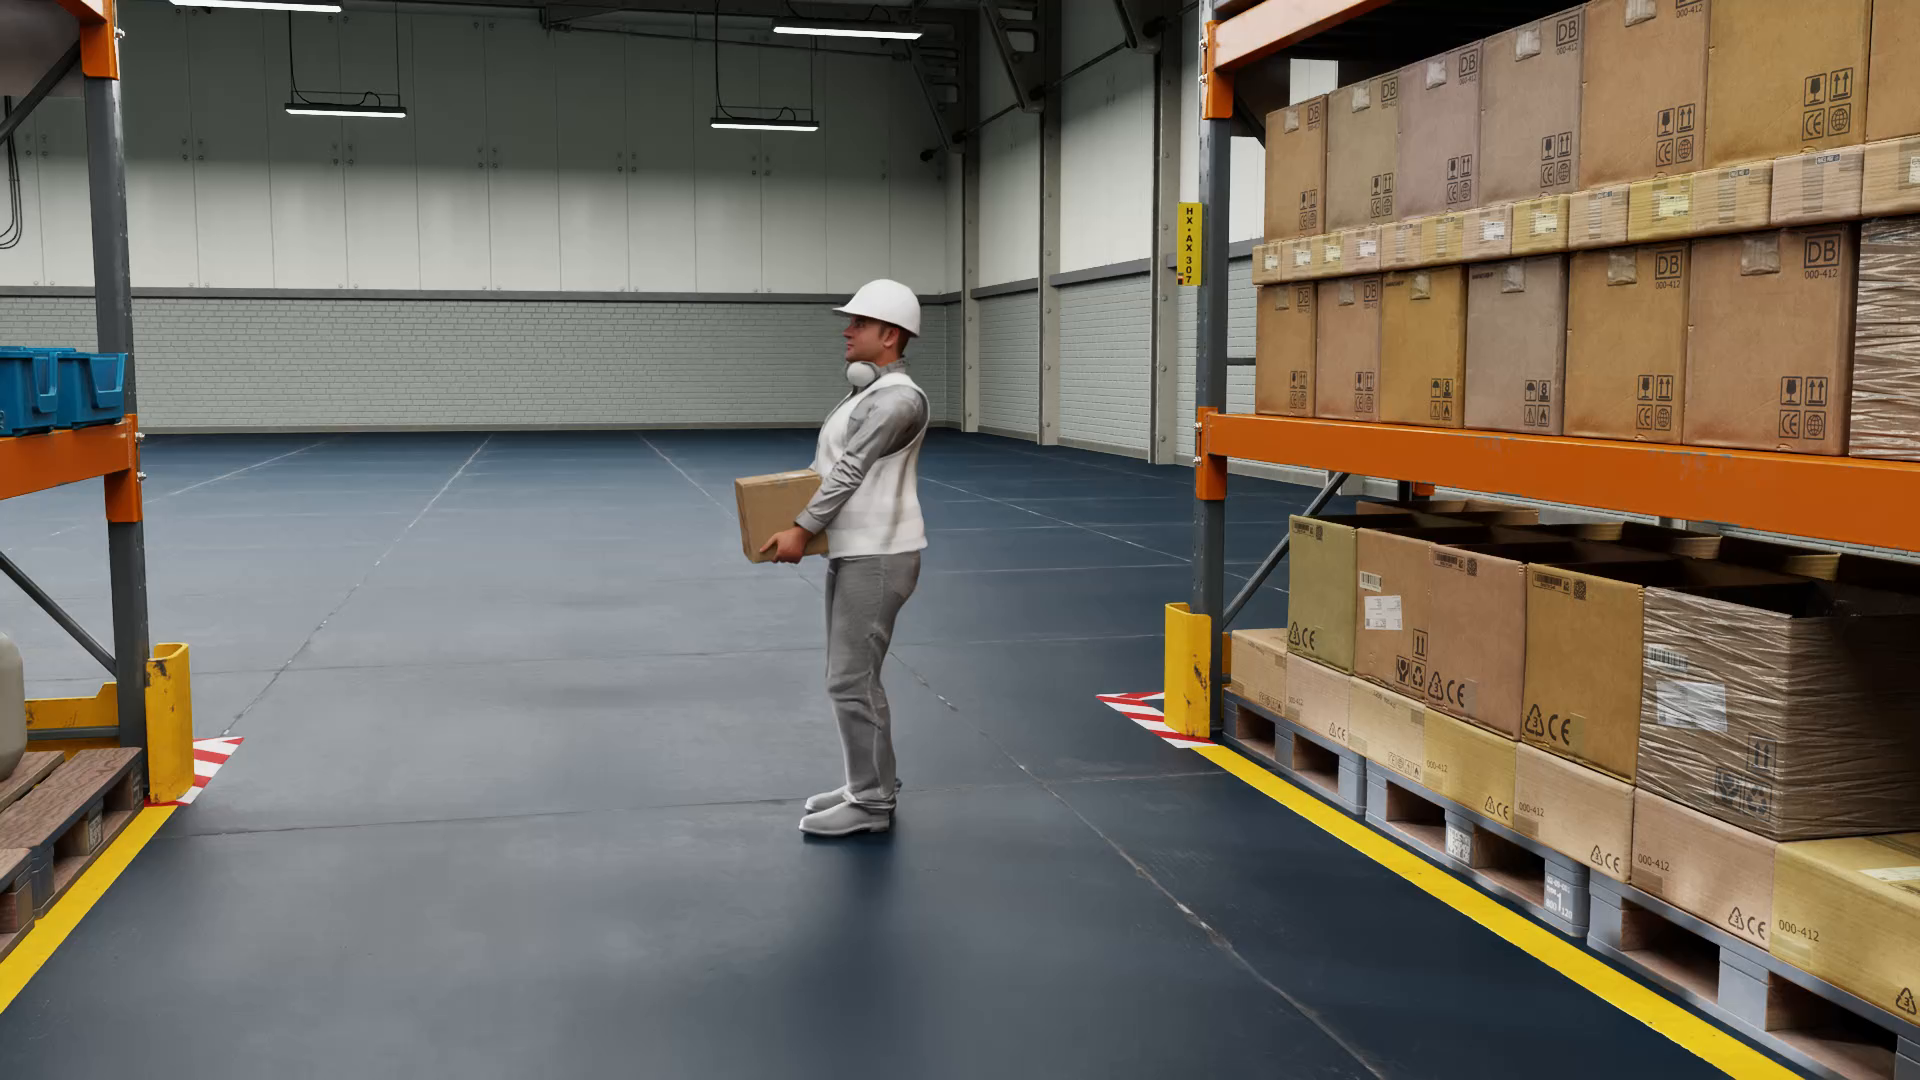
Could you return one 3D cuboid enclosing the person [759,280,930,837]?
[{"bbox_3d":[-0.385,0.053,5.352,0.546,1.765,0.494,-1,6,-13],"label":"person"}]
